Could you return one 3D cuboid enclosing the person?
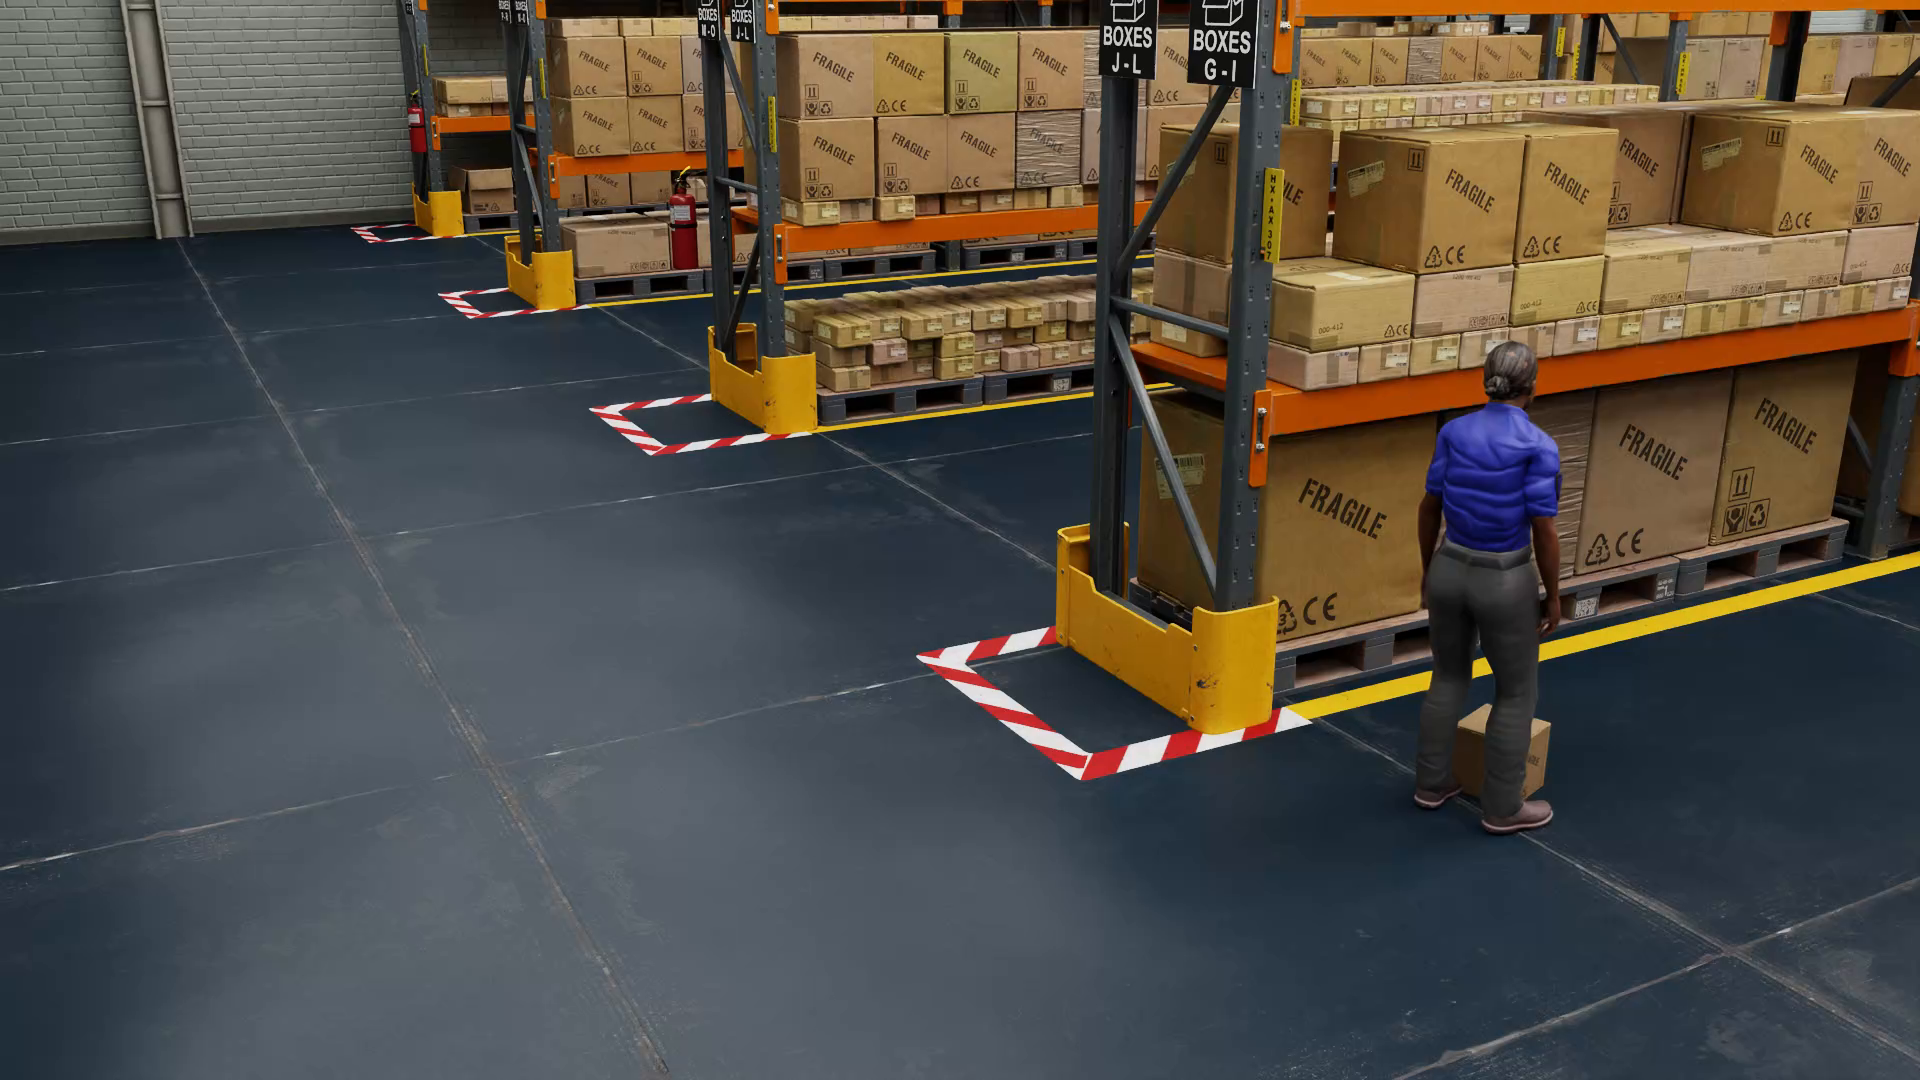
[{"bbox_3d":[1.781,0.160,5.591,0.346,1.656,0.531,-17,25,-42],"label":"person"}]
